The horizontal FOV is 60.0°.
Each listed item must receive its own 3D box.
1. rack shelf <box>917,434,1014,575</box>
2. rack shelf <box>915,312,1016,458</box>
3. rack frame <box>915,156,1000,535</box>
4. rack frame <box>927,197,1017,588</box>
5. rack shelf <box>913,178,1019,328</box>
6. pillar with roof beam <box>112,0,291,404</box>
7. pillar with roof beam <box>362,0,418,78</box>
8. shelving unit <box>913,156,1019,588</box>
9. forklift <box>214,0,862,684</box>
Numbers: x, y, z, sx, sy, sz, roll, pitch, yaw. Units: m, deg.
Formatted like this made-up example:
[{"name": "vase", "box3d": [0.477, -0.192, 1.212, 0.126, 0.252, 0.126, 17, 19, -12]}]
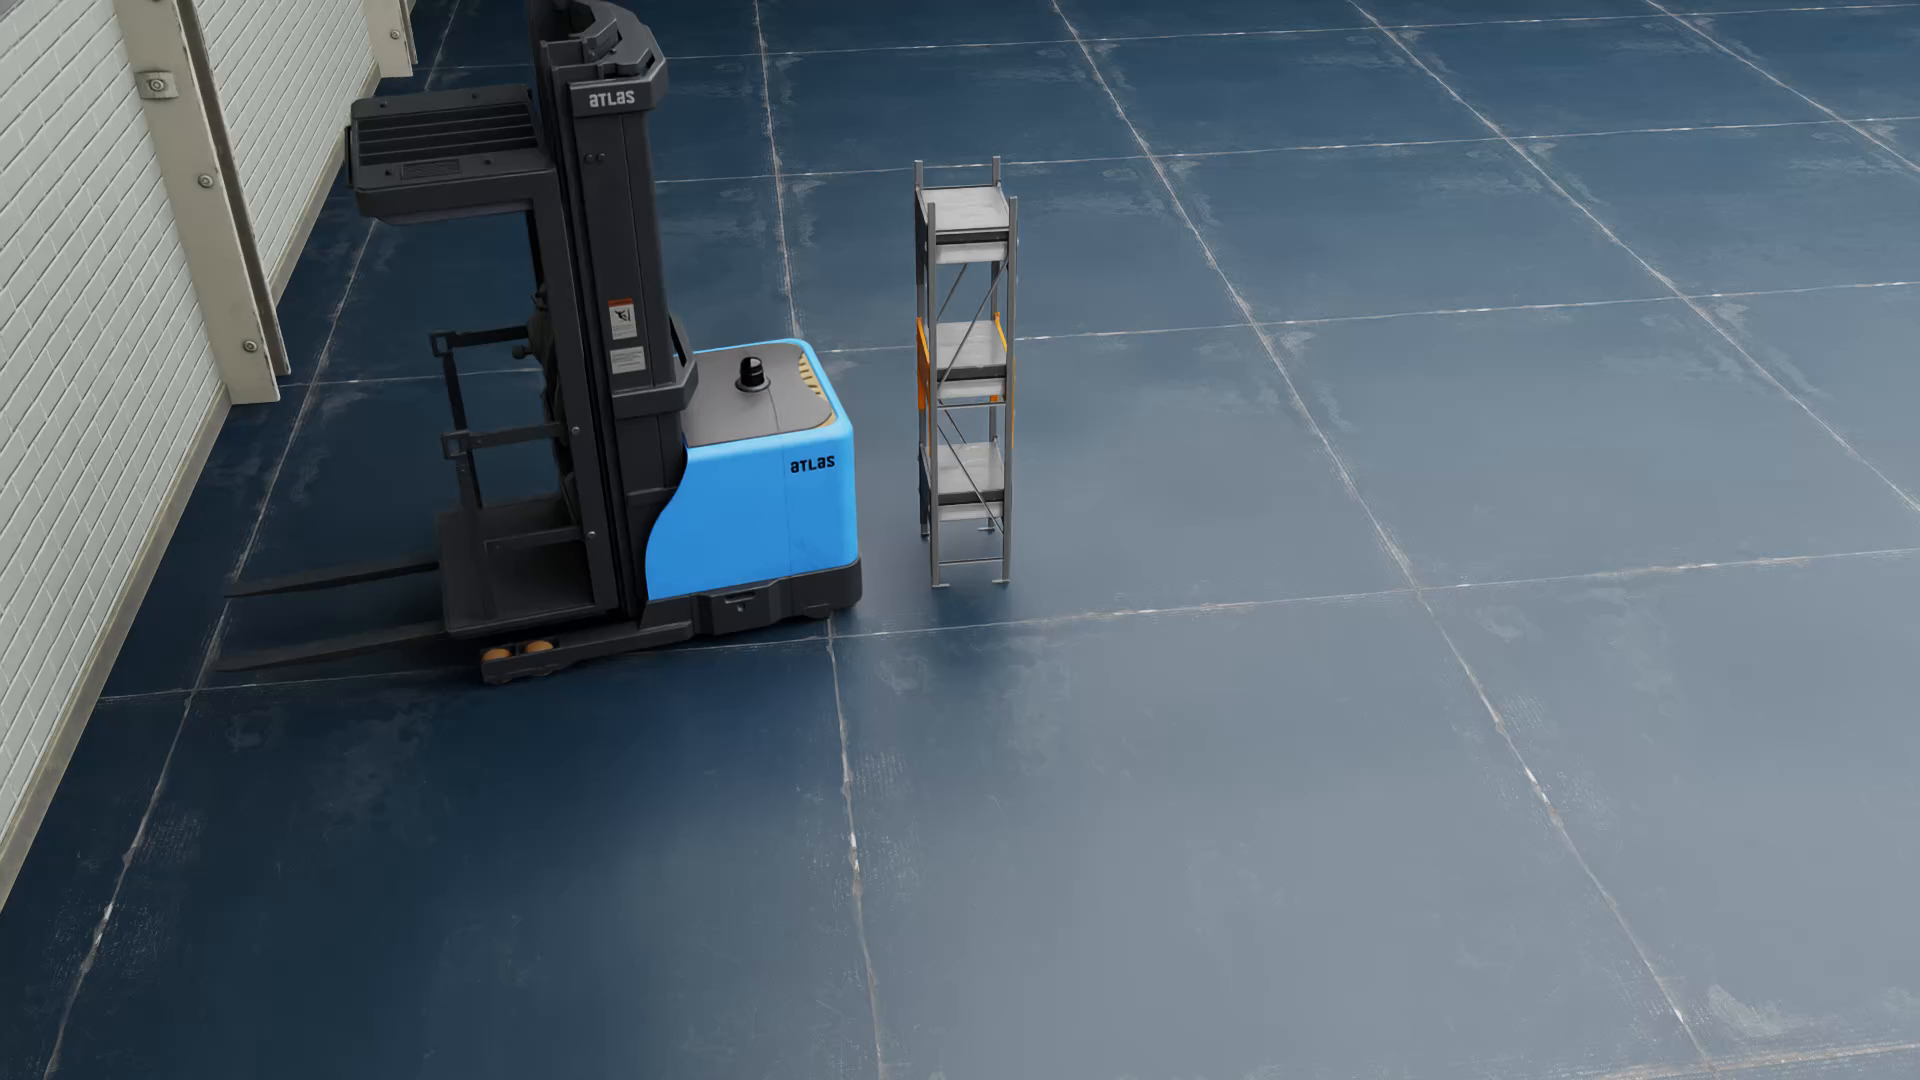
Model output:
[{"name": "rack shelf", "box3d": [0.022, -0.186, 8.554, 0.431, 0.518, 0.480, -4, 35, -6]}, {"name": "rack shelf", "box3d": [0.022, -0.764, 8.159, 0.431, 0.518, 0.480, -4, 35, -6]}, {"name": "rack frame", "box3d": [-0.011, -0.911, 8.352, 0.400, 2.100, 0.015, -4, 35, -6]}, {"name": "rack frame", "box3d": [0.055, -0.639, 7.952, 0.400, 2.100, 0.015, -4, 35, -6]}, {"name": "rack shelf", "box3d": [0.022, -1.342, 7.765, 0.431, 0.518, 0.480, -4, 35, -6]}, {"name": "pillar with roof beam", "box3d": [-0.059, -4.987, 8.206, 9.100, 9.000, 0.400, -4, 35, -6]}, {"name": "pillar with roof beam", "box3d": [-0.866, -8.335, 13.119, 9.100, 9.000, 0.400, -4, 35, -6]}, {"name": "shelving unit", "box3d": [0.022, -0.775, 8.152, 0.431, 2.100, 0.503, -4, 35, -6]}, {"name": "forklift", "box3d": [-2.065, -0.863, 7.543, 3.031, 2.935, 1.130, -10, 36, -14]}]
